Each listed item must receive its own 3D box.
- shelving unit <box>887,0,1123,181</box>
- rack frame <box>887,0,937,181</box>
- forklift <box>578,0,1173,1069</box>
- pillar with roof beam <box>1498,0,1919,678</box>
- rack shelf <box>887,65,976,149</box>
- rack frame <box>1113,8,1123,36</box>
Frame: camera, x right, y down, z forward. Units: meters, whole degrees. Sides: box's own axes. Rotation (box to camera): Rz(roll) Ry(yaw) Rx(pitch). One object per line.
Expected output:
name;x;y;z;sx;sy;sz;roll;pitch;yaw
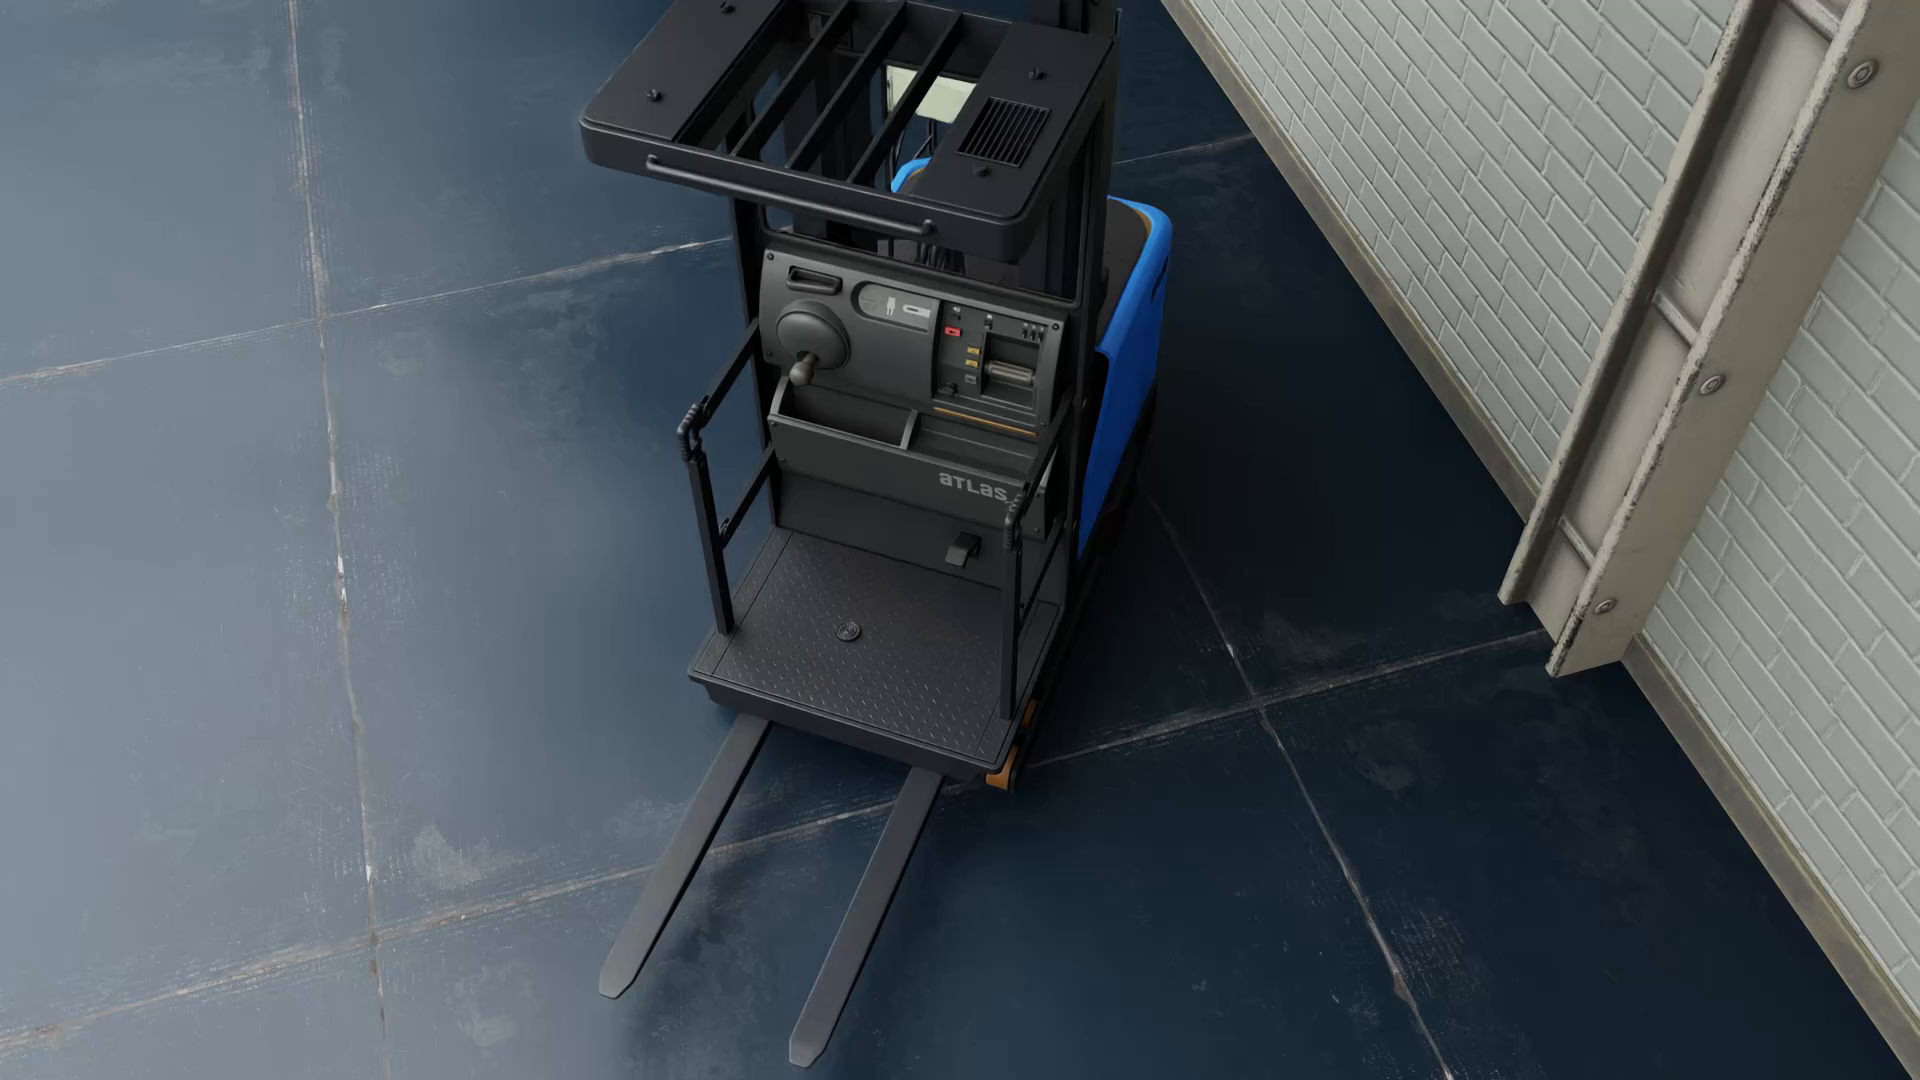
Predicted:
shelving unit;0.152;-1.368;6.422;0.755;1.500;0.431;19;52;15
rack frame;-0.183;-1.482;6.518;0.023;1.500;0.400;19;52;15
forklift;-0.223;-0.480;4.738;1.130;2.935;3.031;16;52;13
pillar with roof beam;-1.943;-1.621;1.731;9.100;9.000;0.400;-13;51;-11
rack shelf;0.152;-1.619;6.124;0.720;0.370;0.431;19;52;15
rack frame;0.486;-1.253;6.326;0.023;1.500;0.400;19;52;15
